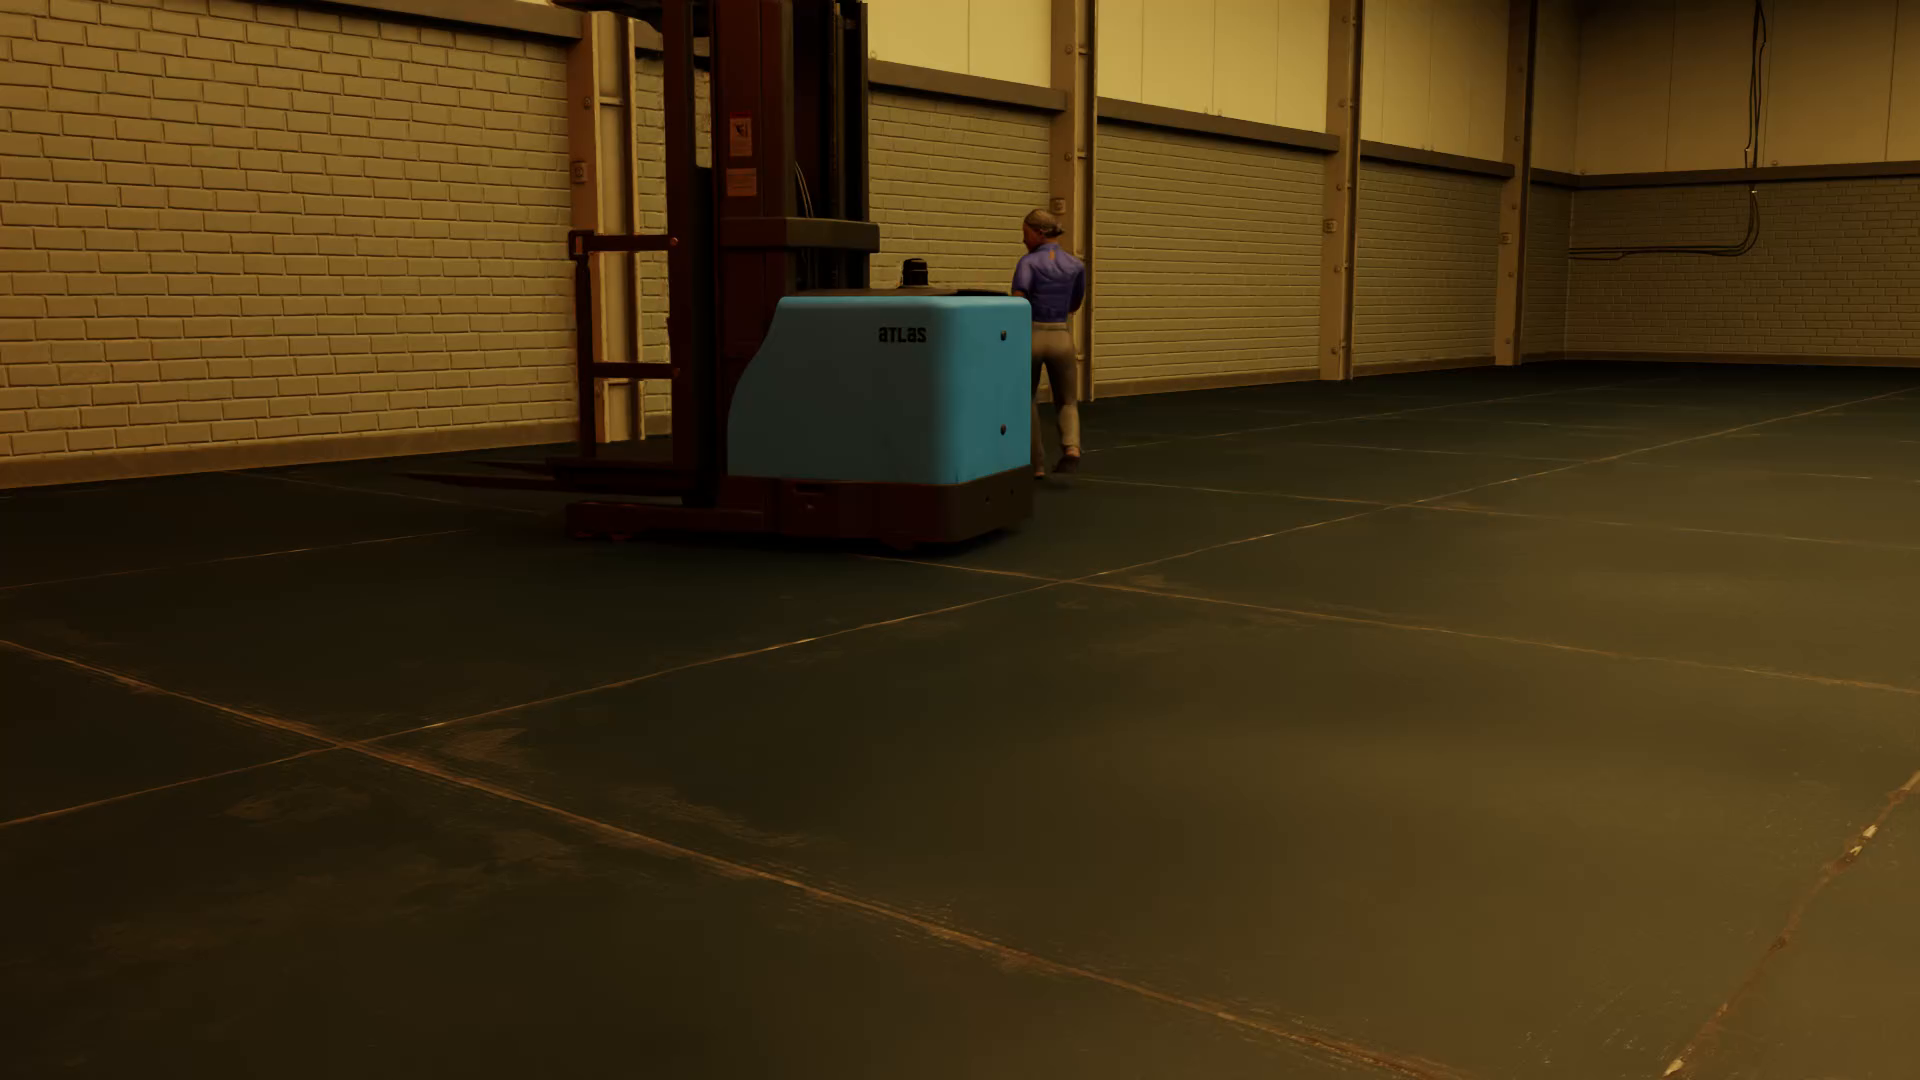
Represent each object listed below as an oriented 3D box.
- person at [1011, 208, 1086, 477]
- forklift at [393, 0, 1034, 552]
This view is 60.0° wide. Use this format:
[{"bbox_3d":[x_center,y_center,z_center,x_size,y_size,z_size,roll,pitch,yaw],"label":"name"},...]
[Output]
[{"bbox_3d":[0.470,-1.121,9.672,0.535,1.589,0.704,-1,8,-6],"label":"person"},{"bbox_3d":[-1.229,-1.514,7.632,3.031,2.935,1.130,3,9,22],"label":"forklift"}]
